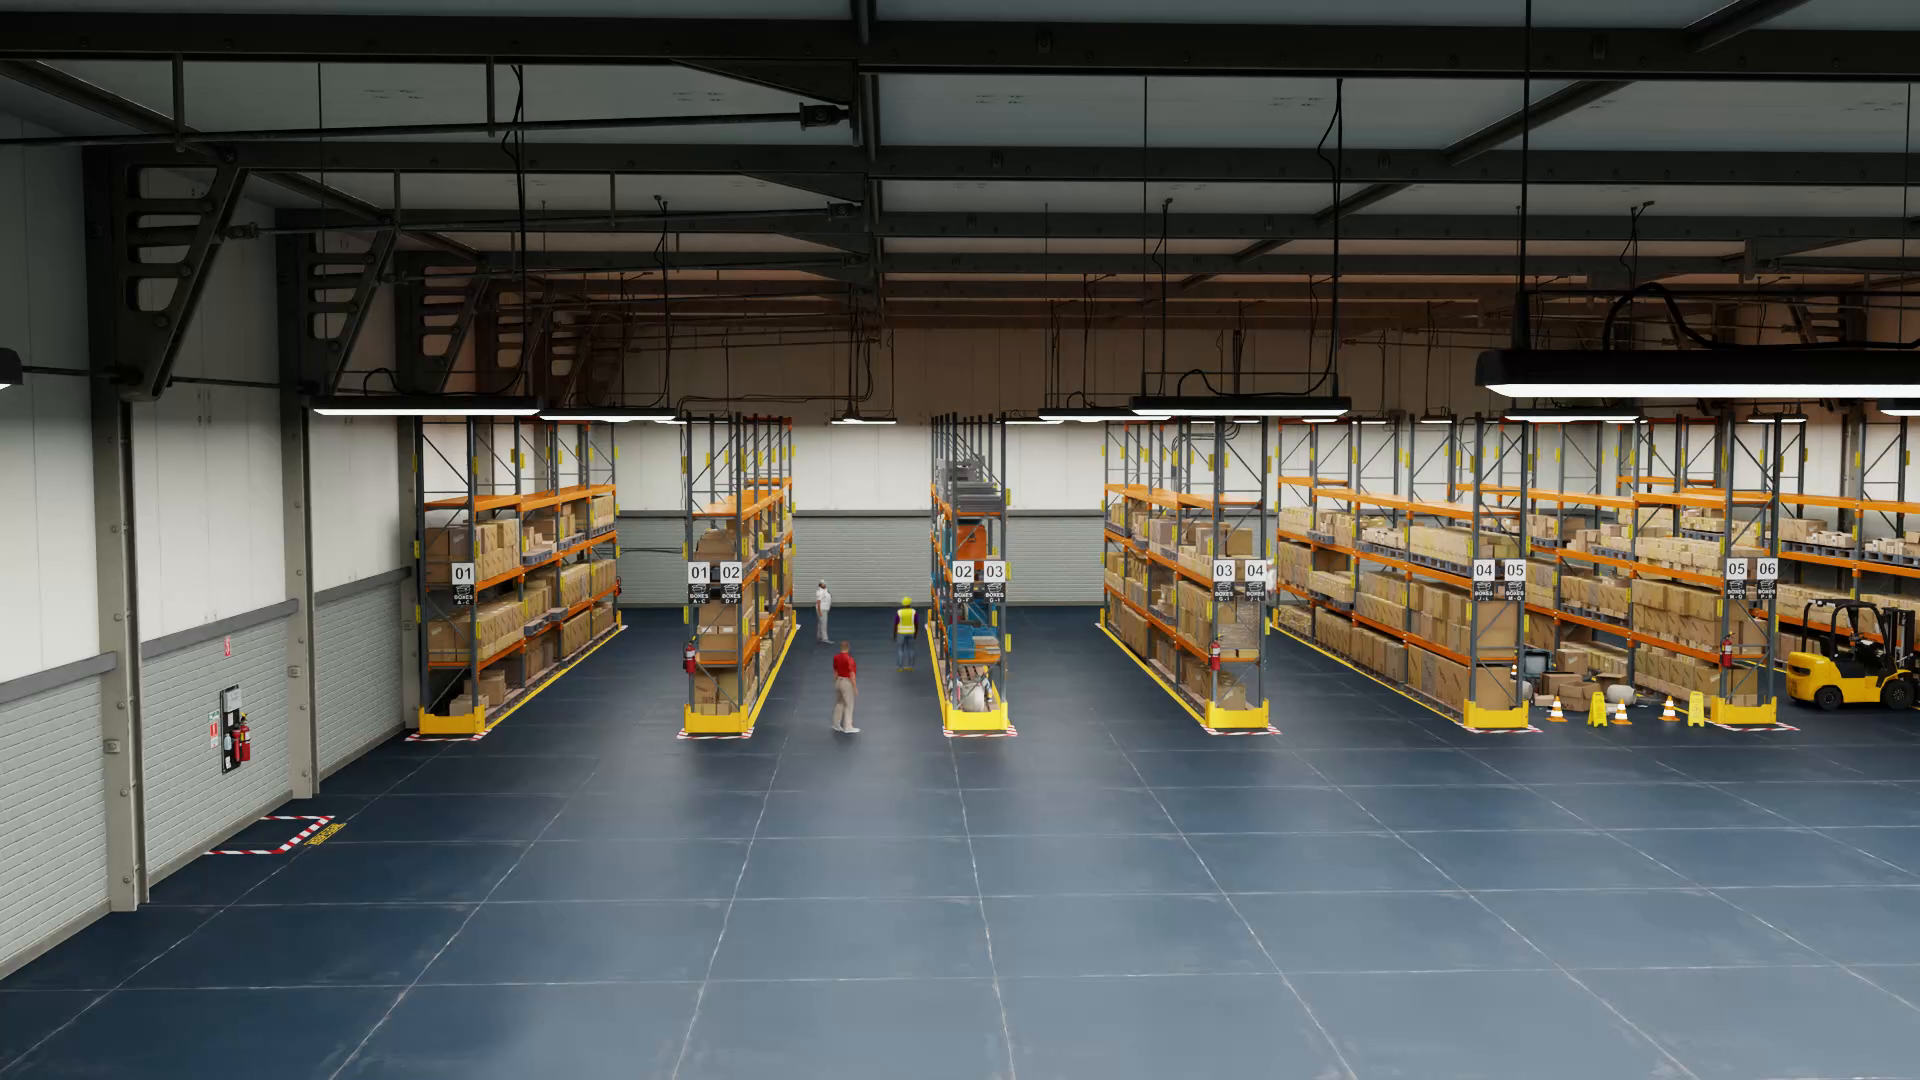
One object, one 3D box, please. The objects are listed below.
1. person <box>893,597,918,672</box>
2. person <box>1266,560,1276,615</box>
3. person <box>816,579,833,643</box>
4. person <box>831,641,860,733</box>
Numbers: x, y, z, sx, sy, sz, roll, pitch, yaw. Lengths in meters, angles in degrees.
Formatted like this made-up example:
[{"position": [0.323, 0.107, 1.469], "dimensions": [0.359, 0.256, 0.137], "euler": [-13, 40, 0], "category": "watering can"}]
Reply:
[{"position": [-1.266, 2.191, 38.751], "dimensions": [0.597, 1.757, 0.477], "euler": [-2, 4, -28], "category": "person"}, {"position": [9.231, 1.476, 49.841], "dimensions": [0.551, 1.732, 1.029], "euler": [2, 4, 28], "category": "person"}, {"position": [-3.586, 1.888, 44.235], "dimensions": [0.497, 1.686, 0.512], "euler": [1, 4, 9], "category": "person"}, {"position": [-2.120, 2.762, 31.179], "dimensions": [0.433, 1.765, 0.618], "euler": [-2, 5, -31], "category": "person"}]
